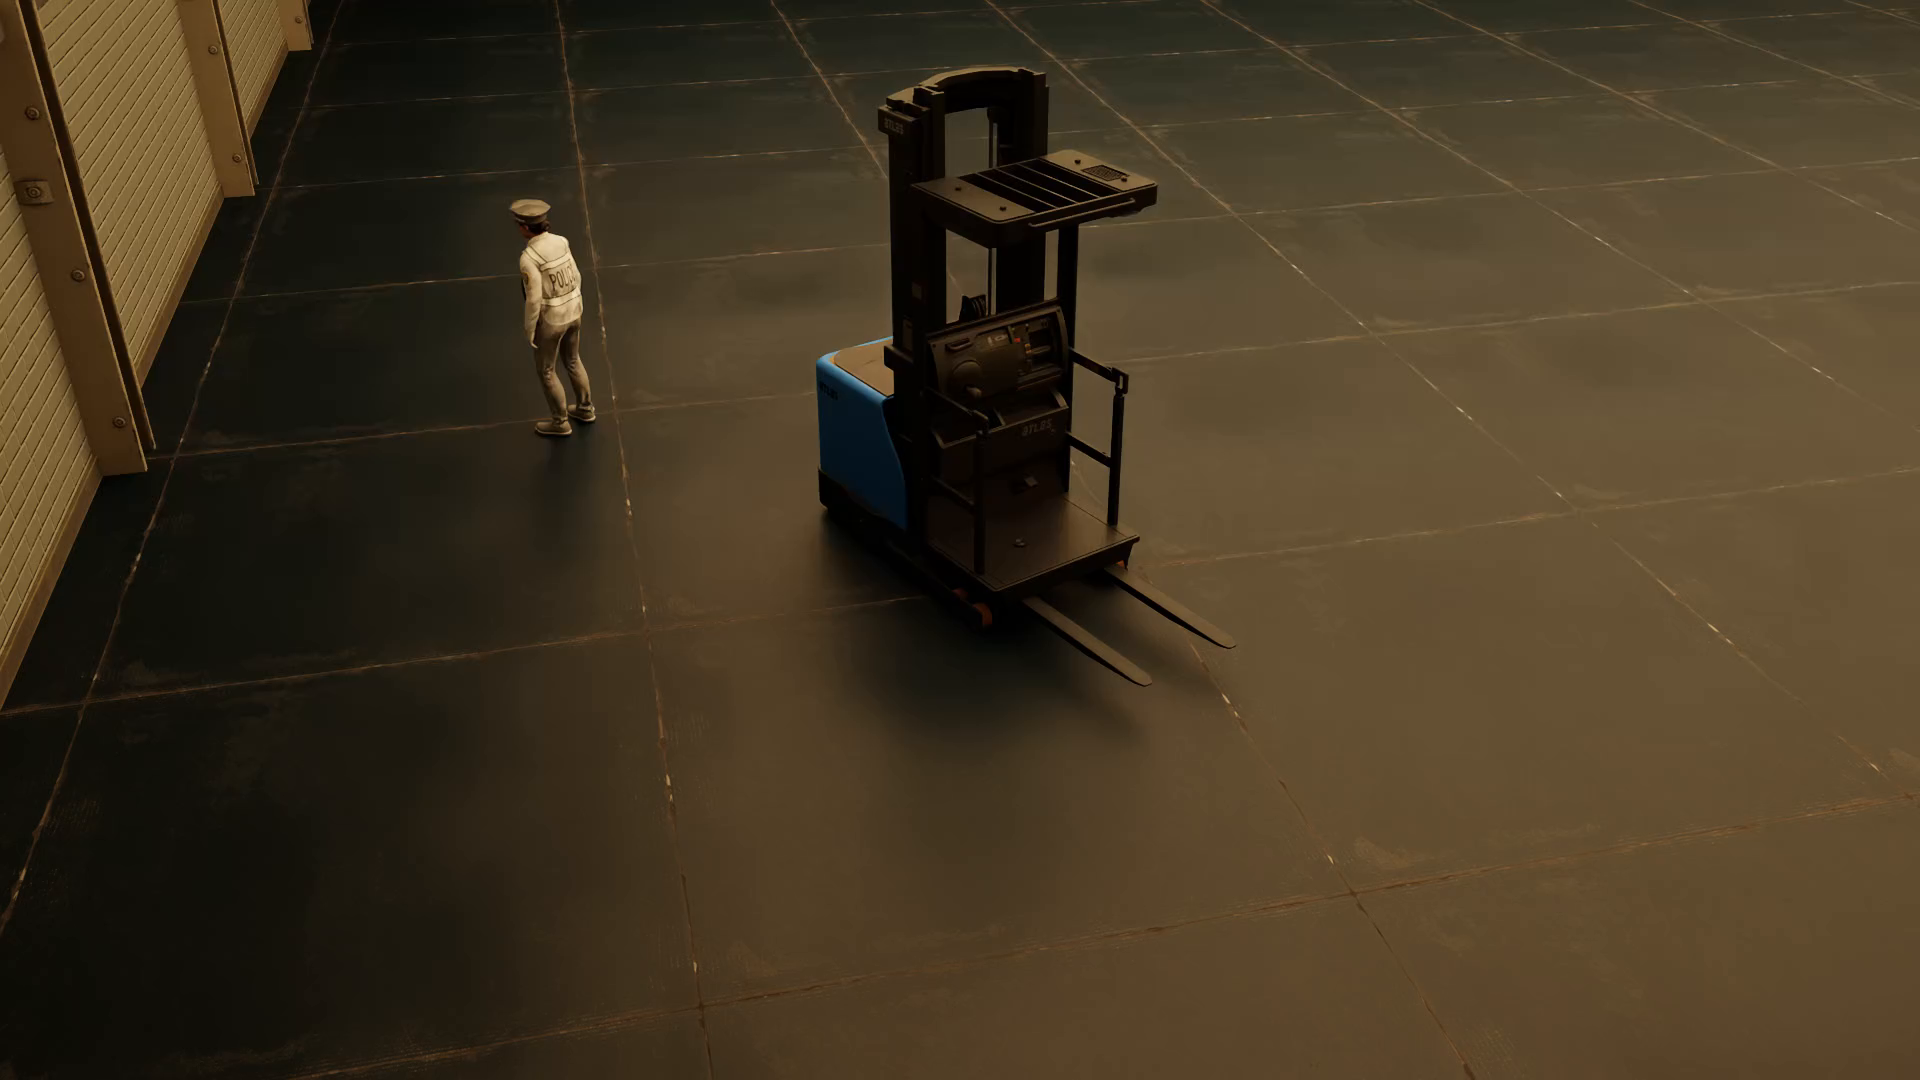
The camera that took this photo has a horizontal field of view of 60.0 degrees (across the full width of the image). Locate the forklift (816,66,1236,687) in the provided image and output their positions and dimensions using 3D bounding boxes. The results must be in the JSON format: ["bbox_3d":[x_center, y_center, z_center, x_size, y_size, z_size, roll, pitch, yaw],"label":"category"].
[{"bbox_3d":[0.355,-1.021,9.338,1.130,2.935,3.031,-20,35,-30],"label":"forklift"}]

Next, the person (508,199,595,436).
[{"bbox_3d":[-2.808,-1.521,11.470,0.374,1.662,0.535,15,33,24],"label":"person"}]
